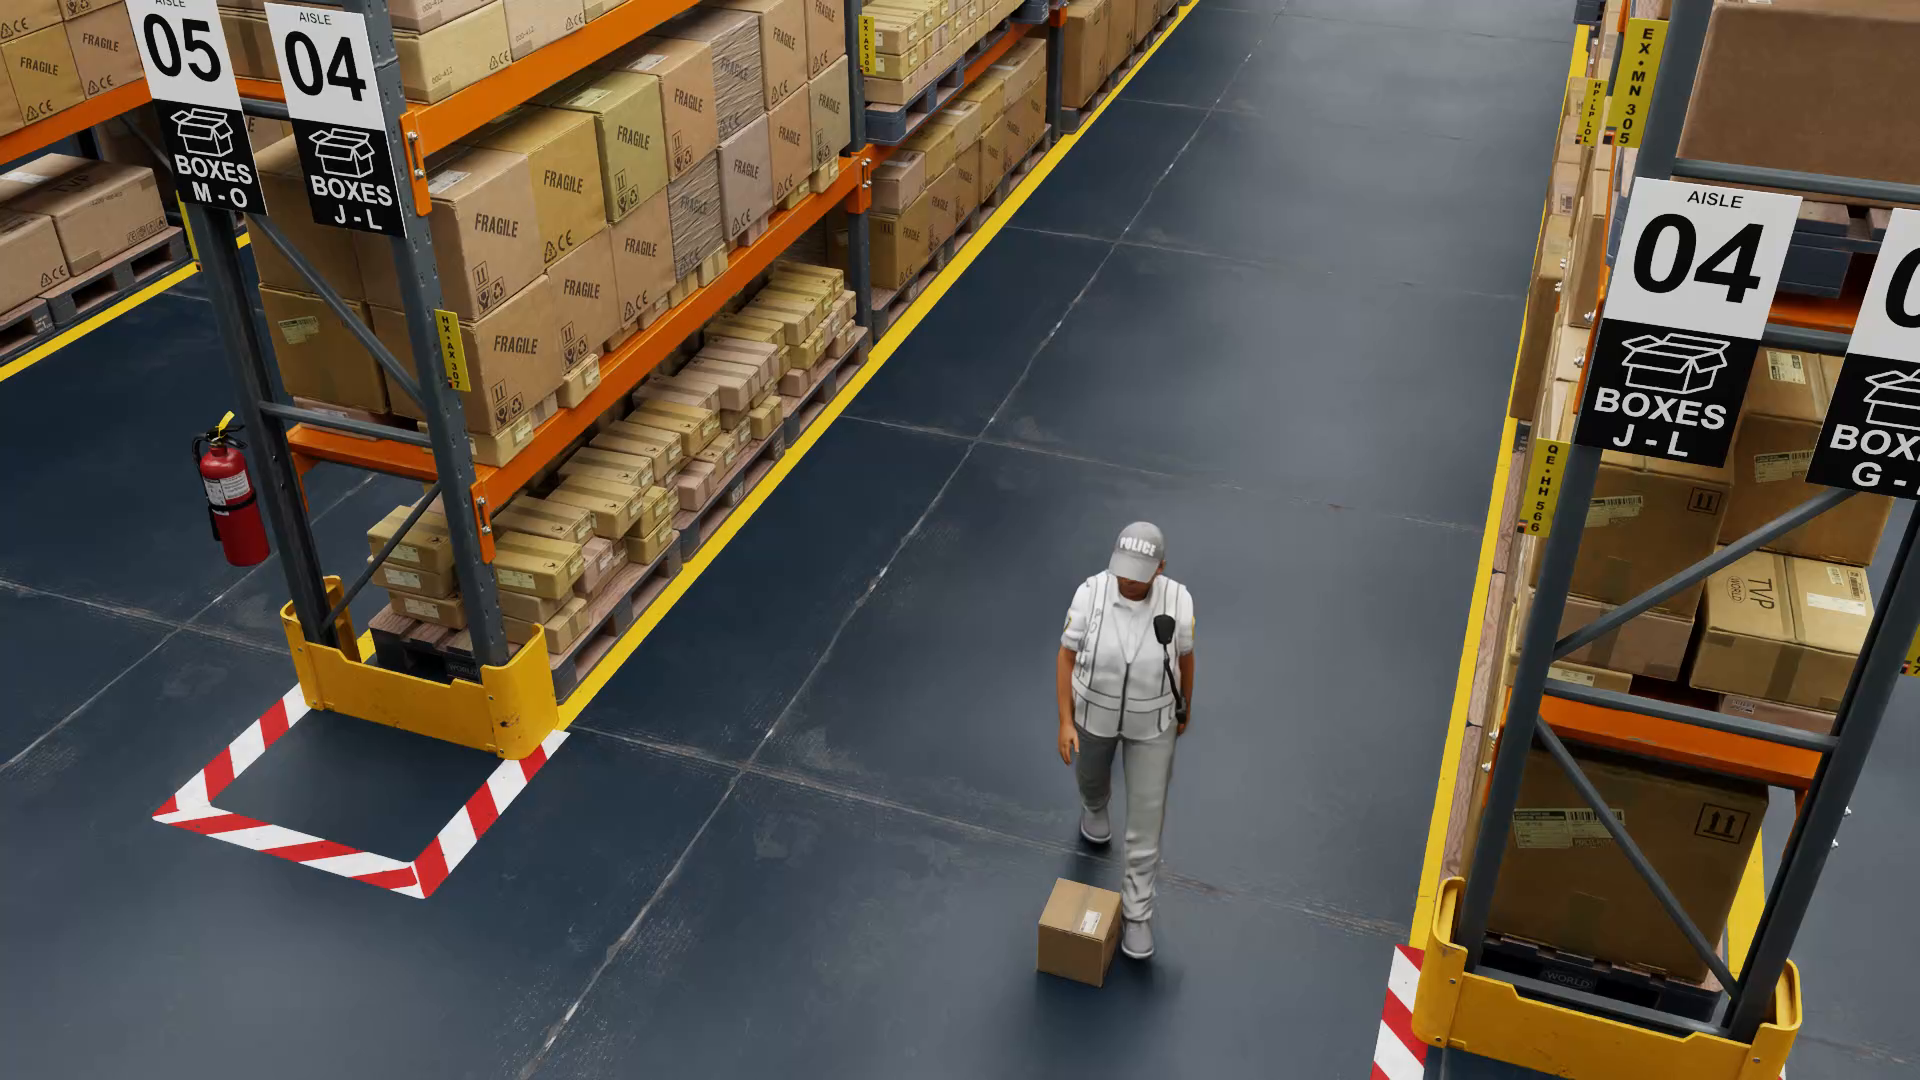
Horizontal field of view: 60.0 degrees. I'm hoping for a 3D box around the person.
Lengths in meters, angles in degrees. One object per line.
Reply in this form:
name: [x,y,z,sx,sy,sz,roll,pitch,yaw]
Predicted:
person: [0.591,0.679,6.129,0.499,1.615,0.940,6,34,9]
